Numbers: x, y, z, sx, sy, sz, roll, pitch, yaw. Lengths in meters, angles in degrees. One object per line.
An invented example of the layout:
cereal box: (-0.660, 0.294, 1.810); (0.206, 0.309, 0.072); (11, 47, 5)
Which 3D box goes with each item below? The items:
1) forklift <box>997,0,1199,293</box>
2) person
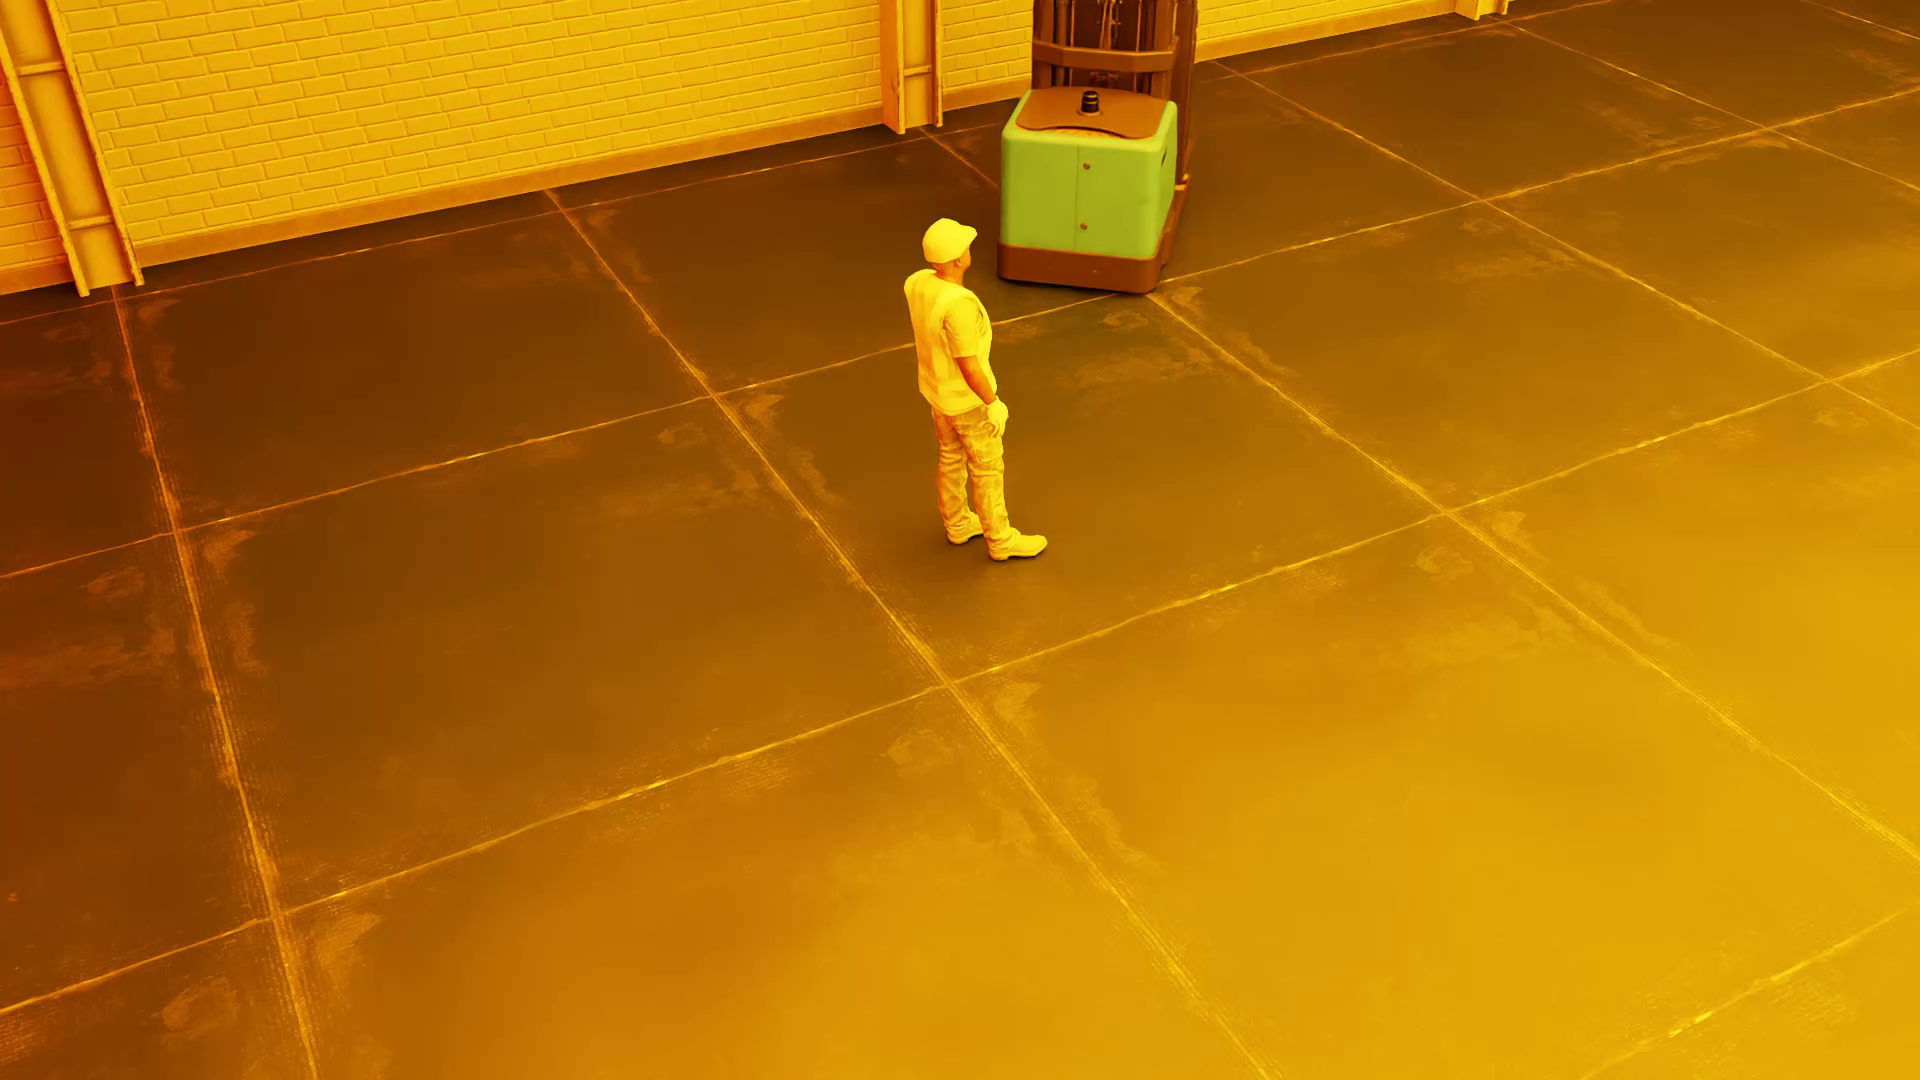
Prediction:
forklift: (1.086, -3.651, 11.289); (1.130, 2.935, 3.031); (8, 36, 11)
person: (0.068, -0.750, 8.165); (0.575, 1.785, 0.657); (-17, 39, -23)
